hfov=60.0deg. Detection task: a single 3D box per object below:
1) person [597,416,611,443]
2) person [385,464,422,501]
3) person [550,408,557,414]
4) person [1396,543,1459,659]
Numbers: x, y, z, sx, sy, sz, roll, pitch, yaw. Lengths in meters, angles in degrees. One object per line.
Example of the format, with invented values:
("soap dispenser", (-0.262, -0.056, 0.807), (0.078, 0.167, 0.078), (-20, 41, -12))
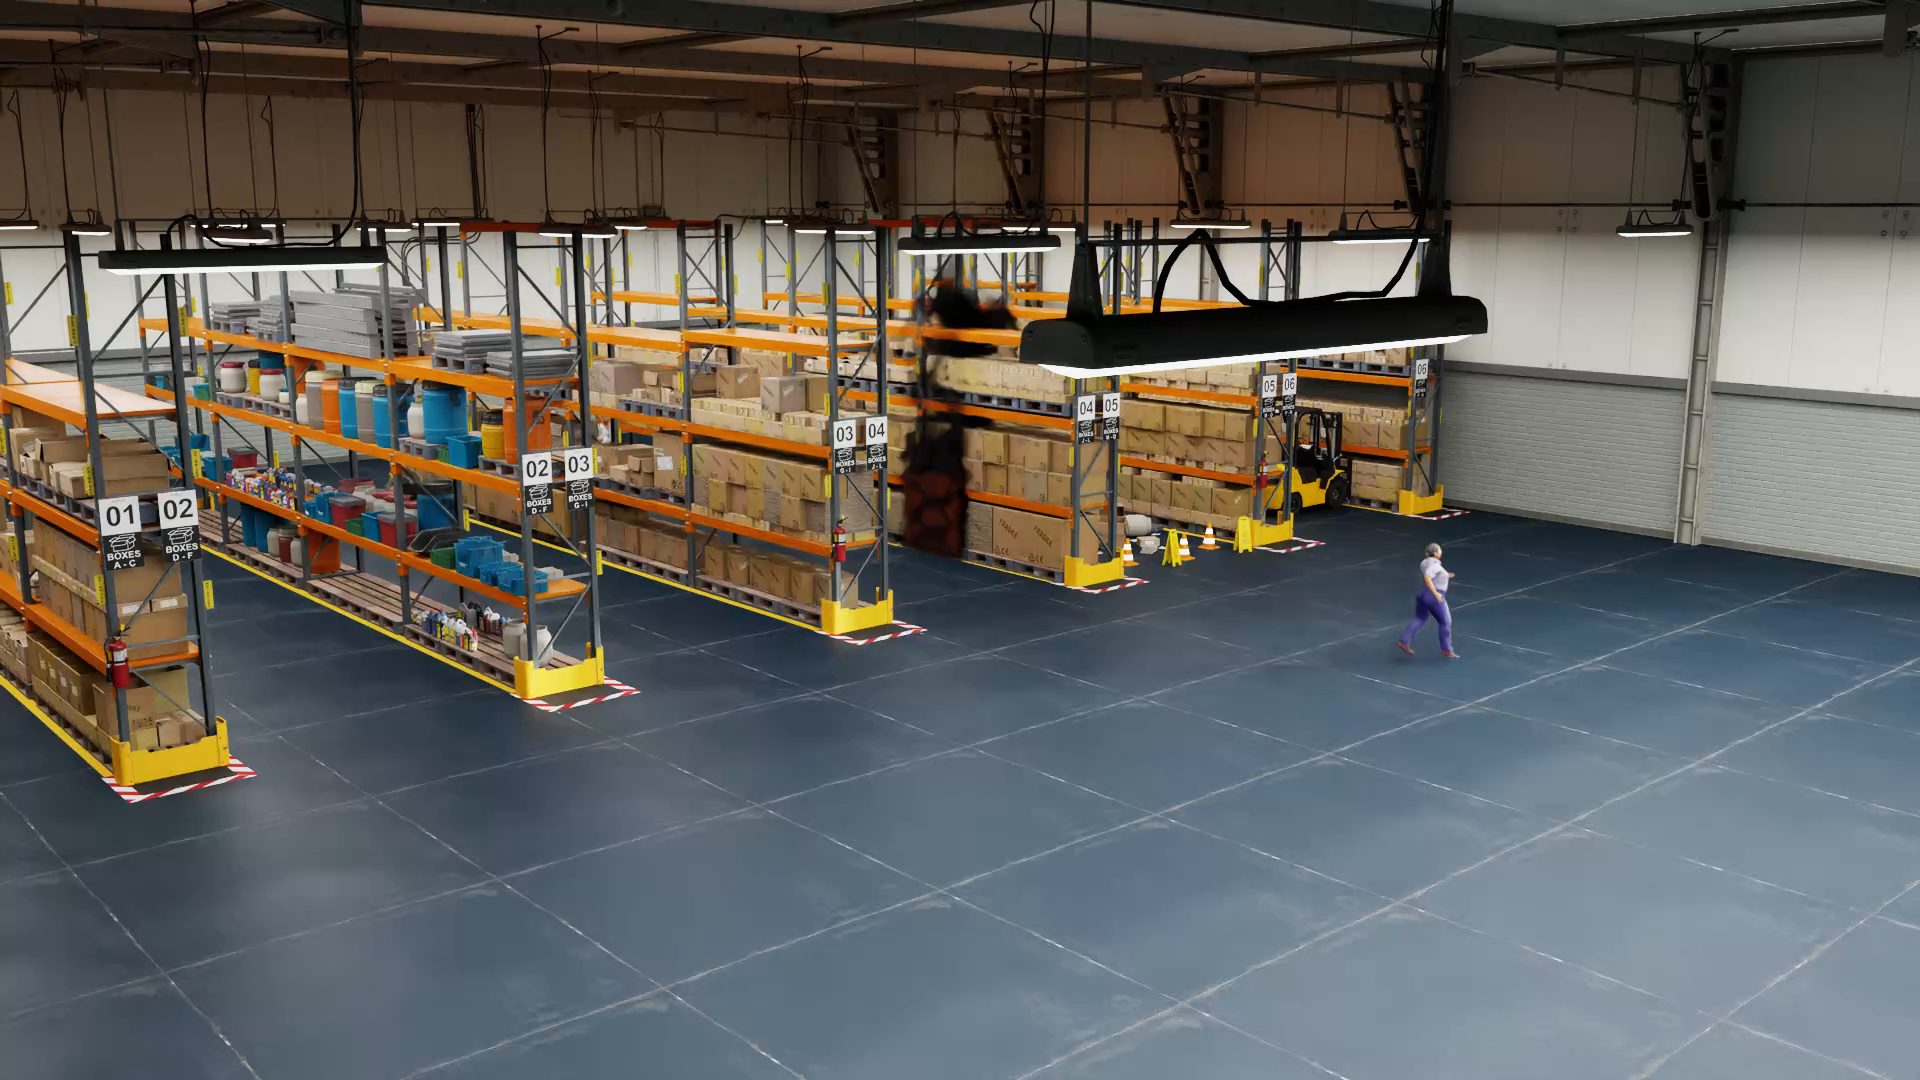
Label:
("person", (-7.920, -1.990, 37.205), (0.676, 1.827, 0.921), (-9, 15, -38))
("person", (-10.194, -0.663, 30.806), (0.663, 1.692, 0.634), (9, 14, 37))
("person", (-9.593, -2.242, 39.090), (0.595, 1.535, 0.567), (-1, 11, -4))
("person", (6.620, 0.859, 23.385), (0.895, 1.671, 0.594), (-3, 12, -14))
